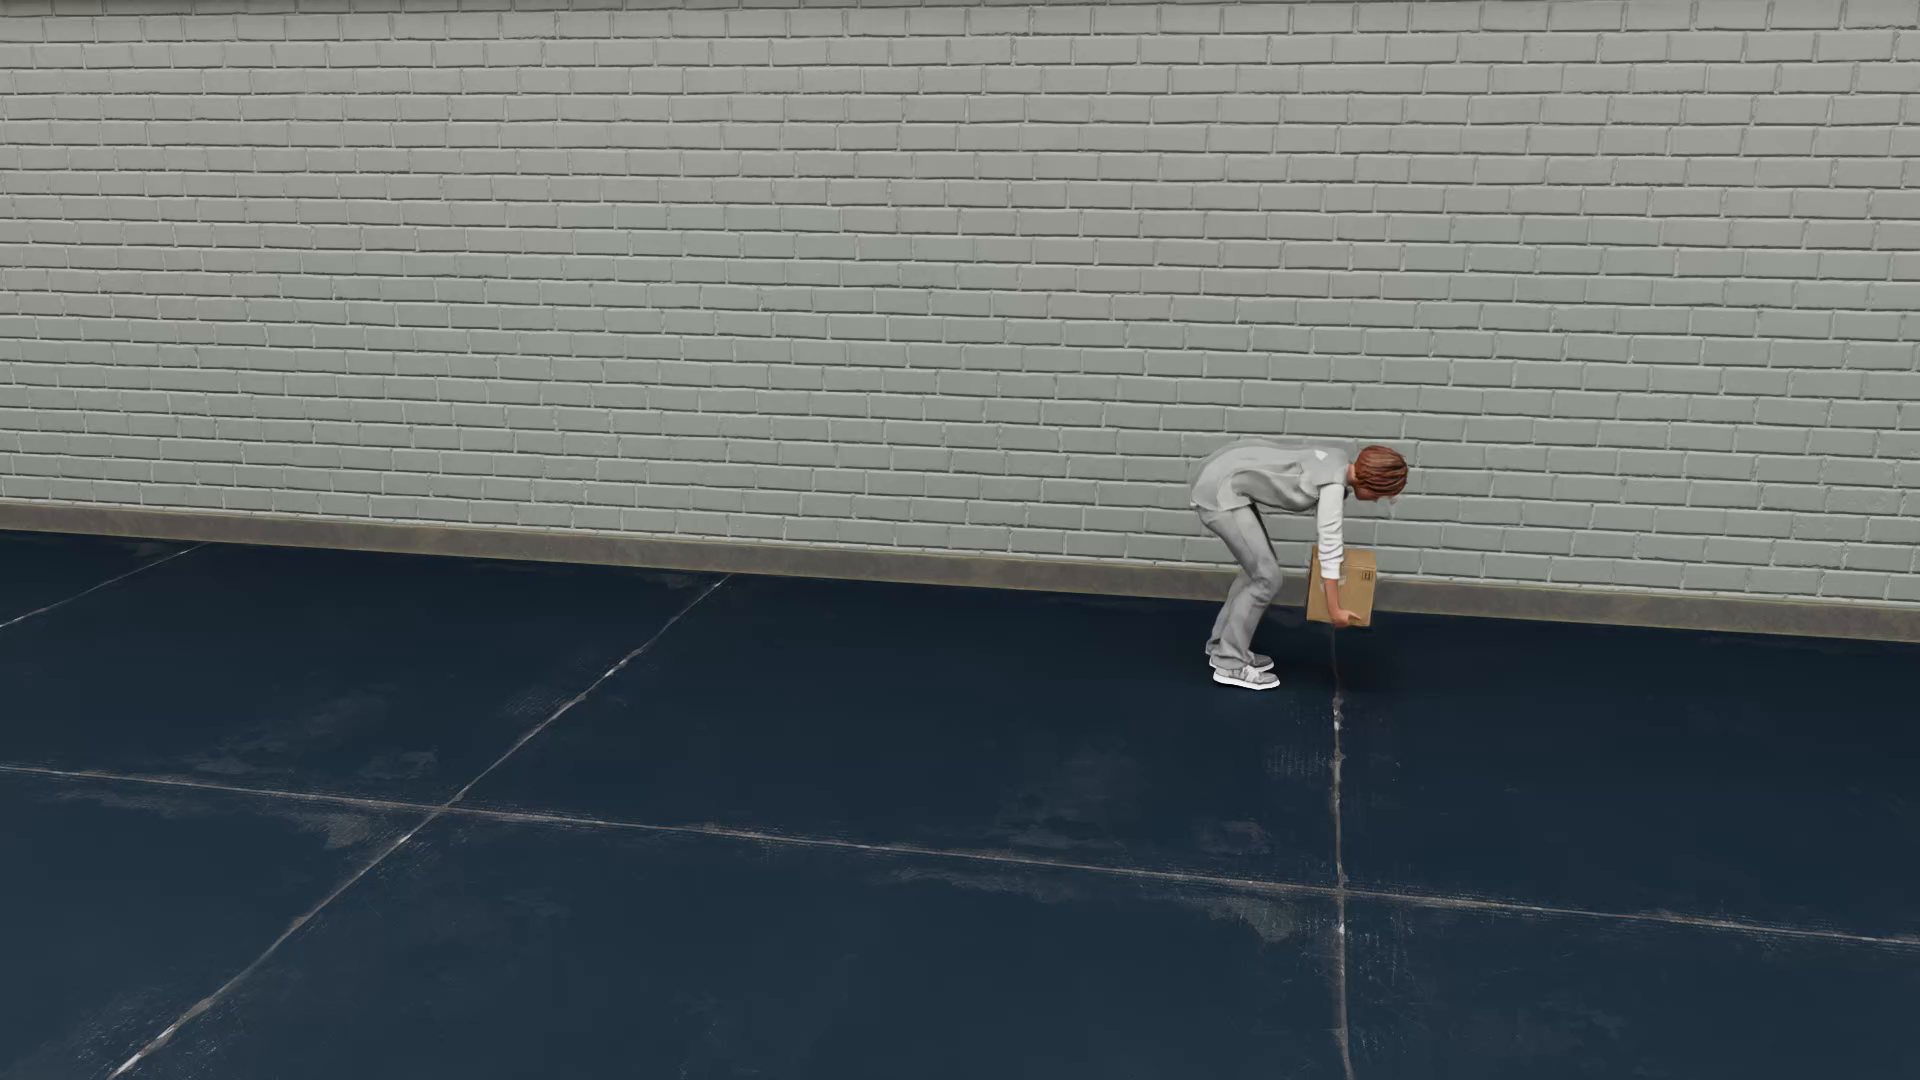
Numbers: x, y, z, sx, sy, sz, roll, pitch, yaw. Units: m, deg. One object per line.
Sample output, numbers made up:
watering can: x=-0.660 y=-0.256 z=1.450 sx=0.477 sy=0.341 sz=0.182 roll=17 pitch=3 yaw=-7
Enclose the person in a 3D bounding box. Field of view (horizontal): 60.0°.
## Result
person: x=1.359 y=0.099 z=6.802 sx=0.868 sy=1.012 sz=0.388 roll=2 pitch=15 yaw=9
